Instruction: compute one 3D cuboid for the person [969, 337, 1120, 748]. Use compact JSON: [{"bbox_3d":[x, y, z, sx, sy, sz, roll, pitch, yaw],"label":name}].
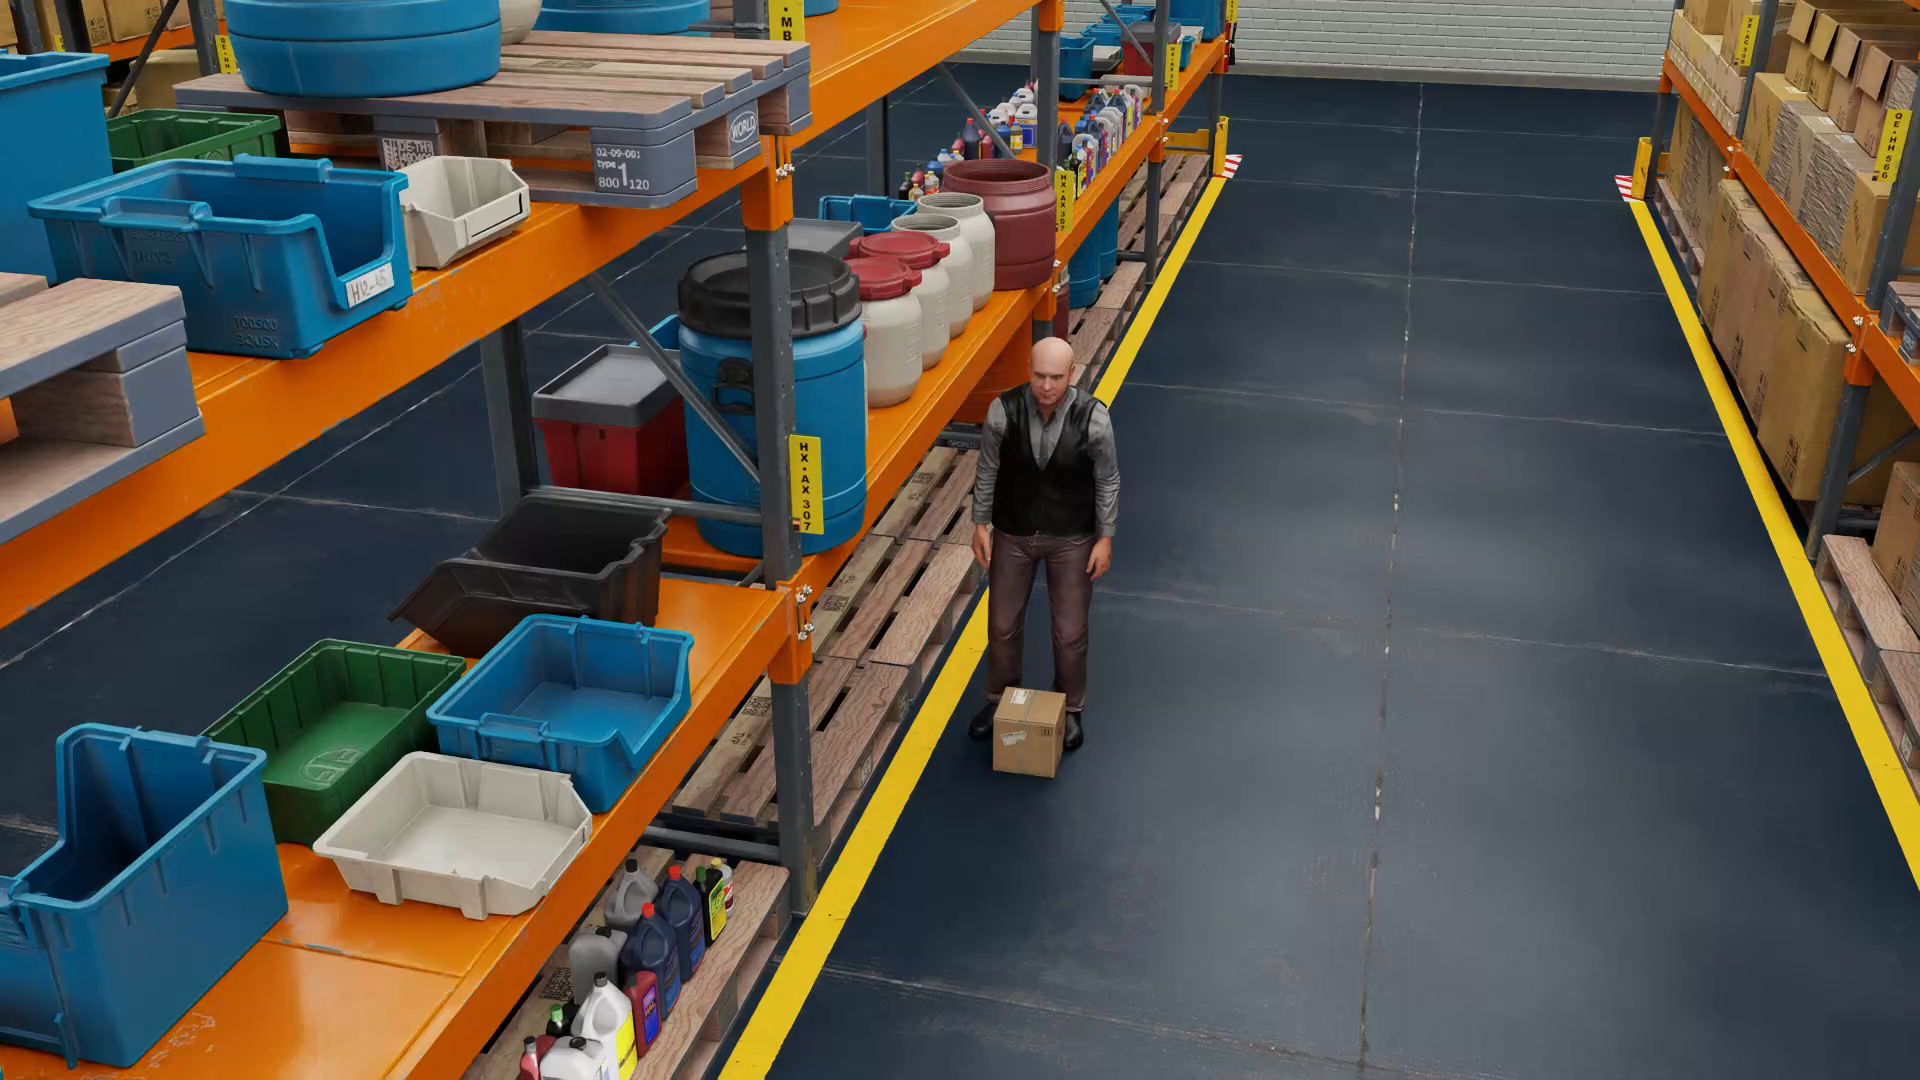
[{"bbox_3d":[0.338,-0.009,6.657,0.581,1.720,0.417,5,26,11],"label":"person"}]
